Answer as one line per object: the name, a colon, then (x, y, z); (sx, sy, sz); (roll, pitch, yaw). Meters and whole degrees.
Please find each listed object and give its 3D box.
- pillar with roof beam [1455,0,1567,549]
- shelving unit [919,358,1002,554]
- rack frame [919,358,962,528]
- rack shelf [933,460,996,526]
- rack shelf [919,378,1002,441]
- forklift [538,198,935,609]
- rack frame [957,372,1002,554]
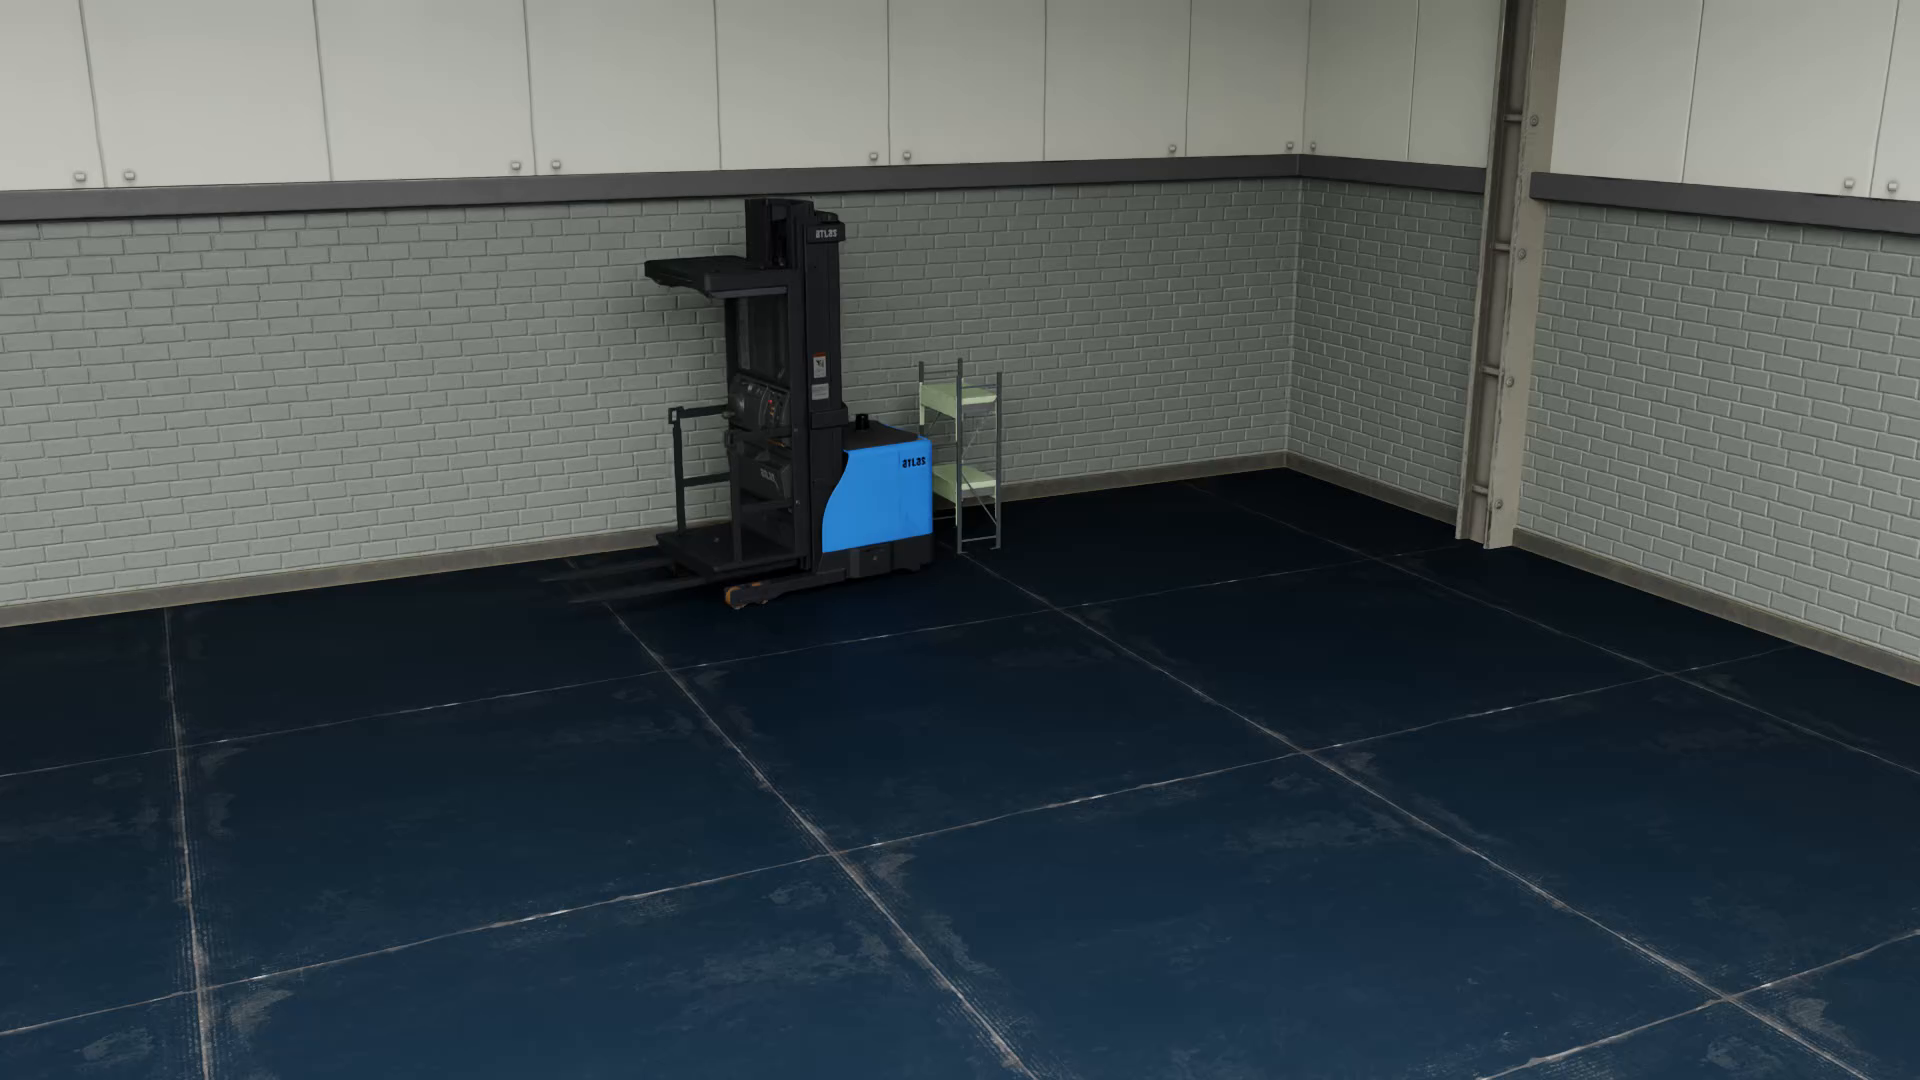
pillar with roof beam: (0.613, -3.794, 11.158); (9.100, 9.000, 0.400); (-8, 18, -25)
shelving unit: (-0.003, -0.723, 14.050); (0.431, 1.500, 0.755); (-8, 18, -25)
rack frame: (-0.163, -0.813, 14.366); (0.400, 1.500, 0.023); (-8, 18, -25)
rack shelf: (-0.003, -0.409, 14.139); (0.431, 0.370, 0.720); (-8, 18, -25)
rack shelf: (-0.003, -1.098, 13.942); (0.431, 0.370, 0.720); (-8, 18, -25)
forklift: (-1.712, -1.058, 12.622); (3.031, 2.935, 1.130); (-10, 19, -32)
rack frame: (0.157, -0.632, 13.733); (0.400, 1.500, 0.023); (-8, 18, -25)
